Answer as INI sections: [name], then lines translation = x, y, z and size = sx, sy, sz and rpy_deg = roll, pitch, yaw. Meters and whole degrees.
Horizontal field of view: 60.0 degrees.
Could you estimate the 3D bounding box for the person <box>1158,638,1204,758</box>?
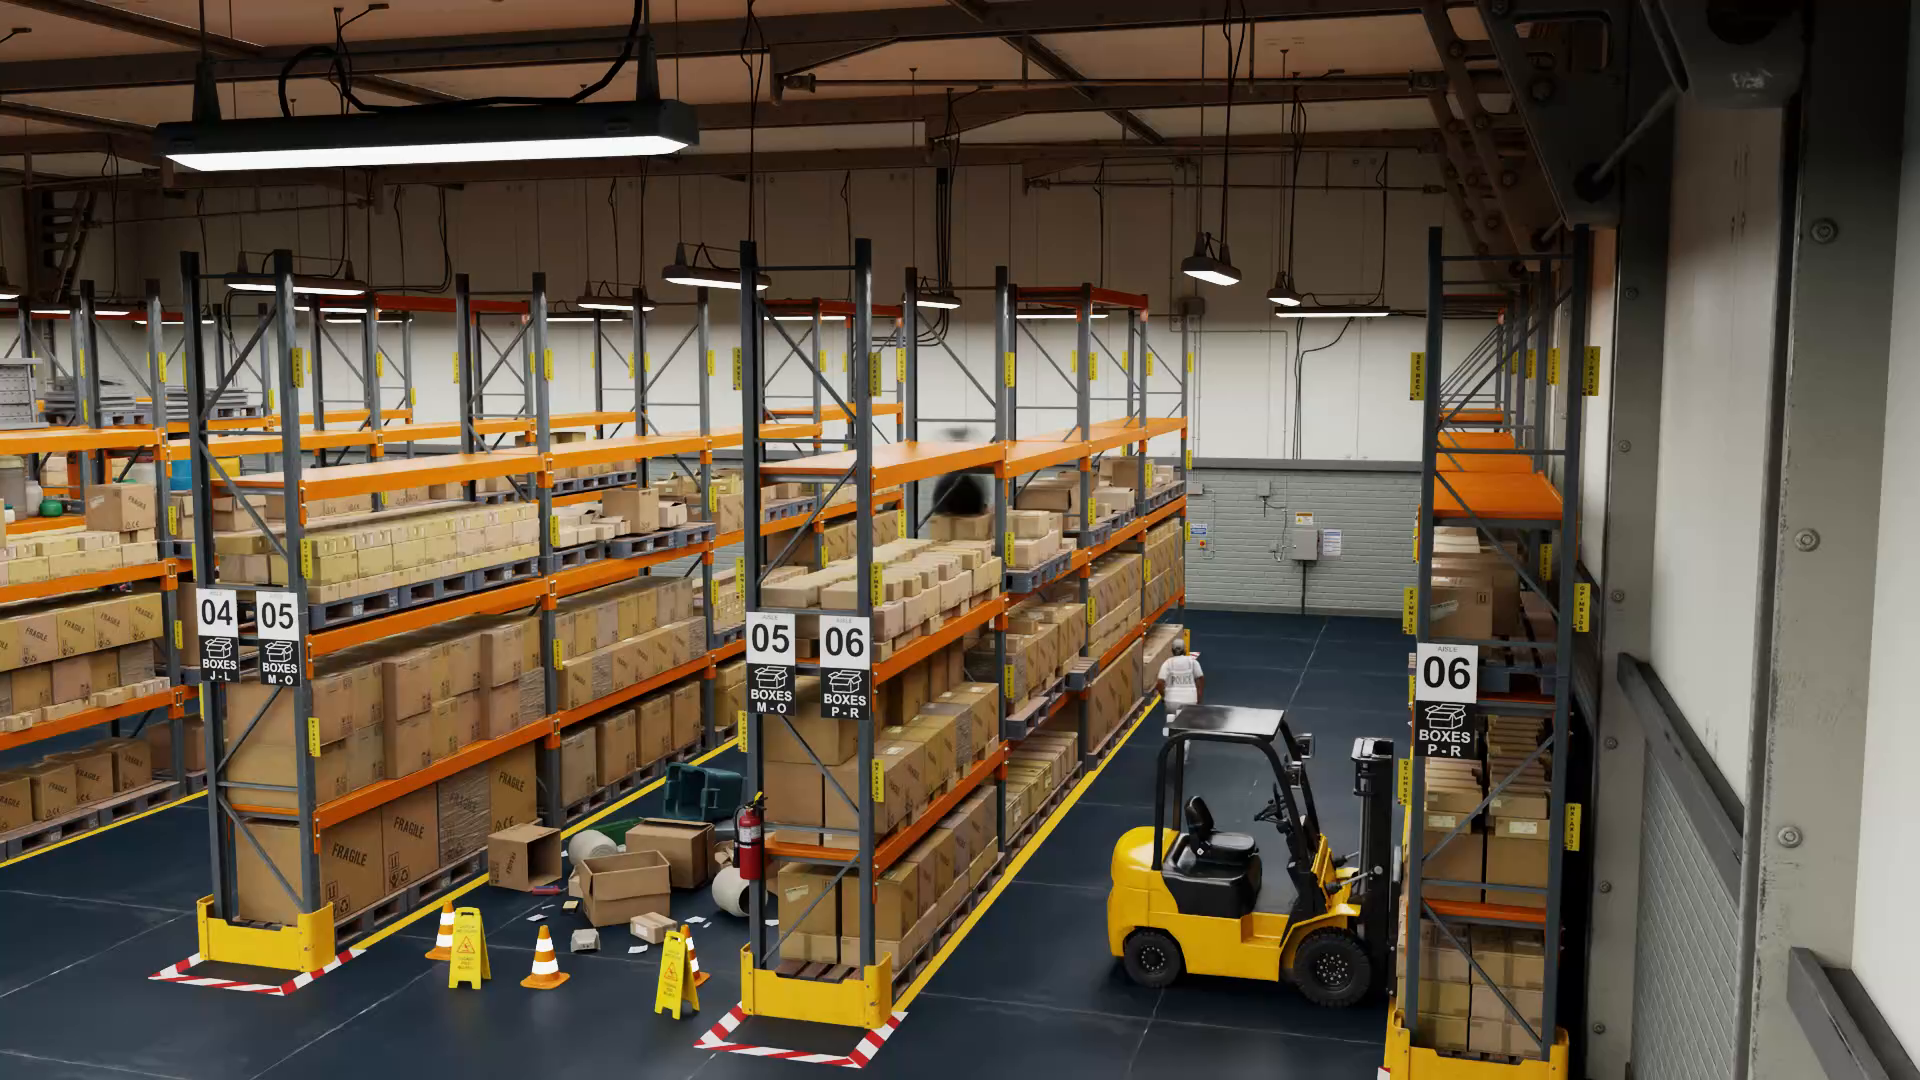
[person]
translation = 2.788, 2.008, 20.829
size = 0.528, 1.532, 0.564
rpy_deg = 0, 6, 1
